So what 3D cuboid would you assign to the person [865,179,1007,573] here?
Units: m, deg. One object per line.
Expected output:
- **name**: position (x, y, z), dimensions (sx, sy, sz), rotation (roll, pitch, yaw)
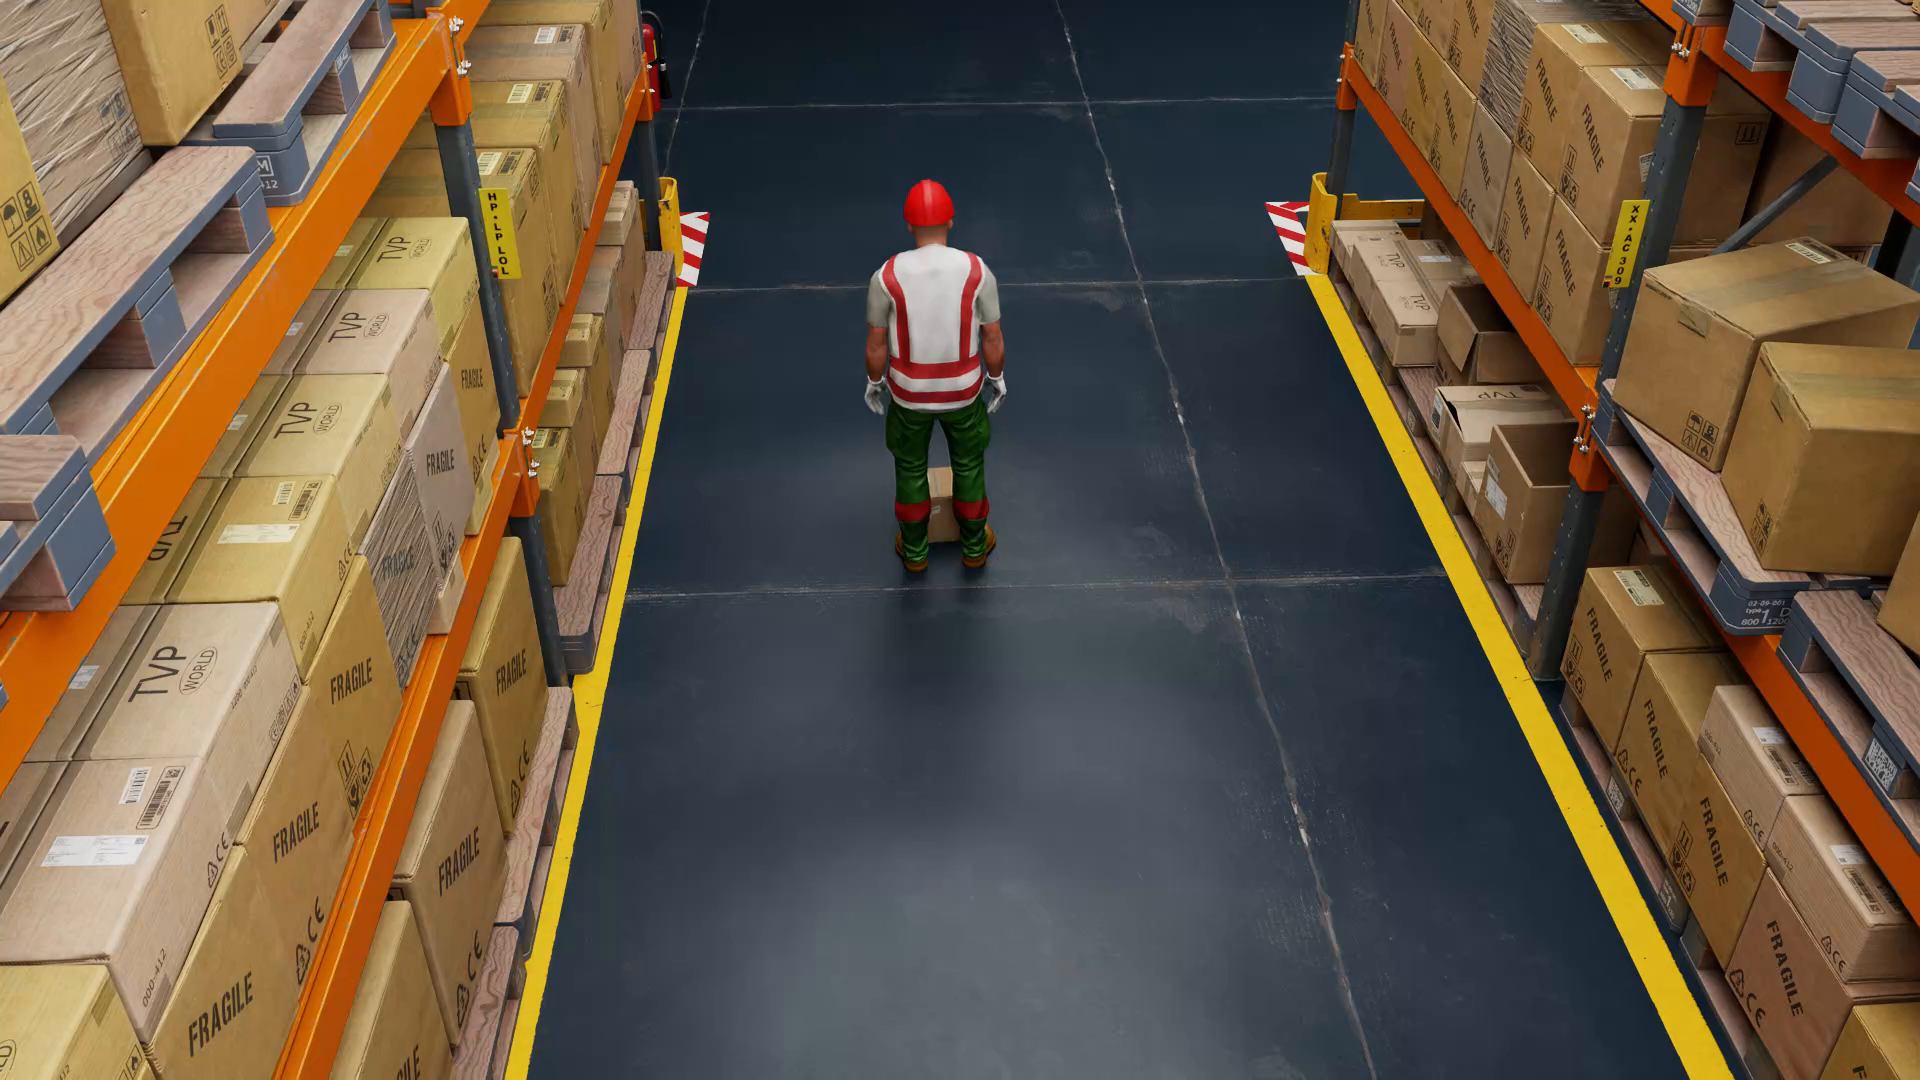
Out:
- **person**: position (-0.103, -0.659, 7.075), dimensions (0.607, 1.780, 0.450), rotation (-1, 35, -2)
